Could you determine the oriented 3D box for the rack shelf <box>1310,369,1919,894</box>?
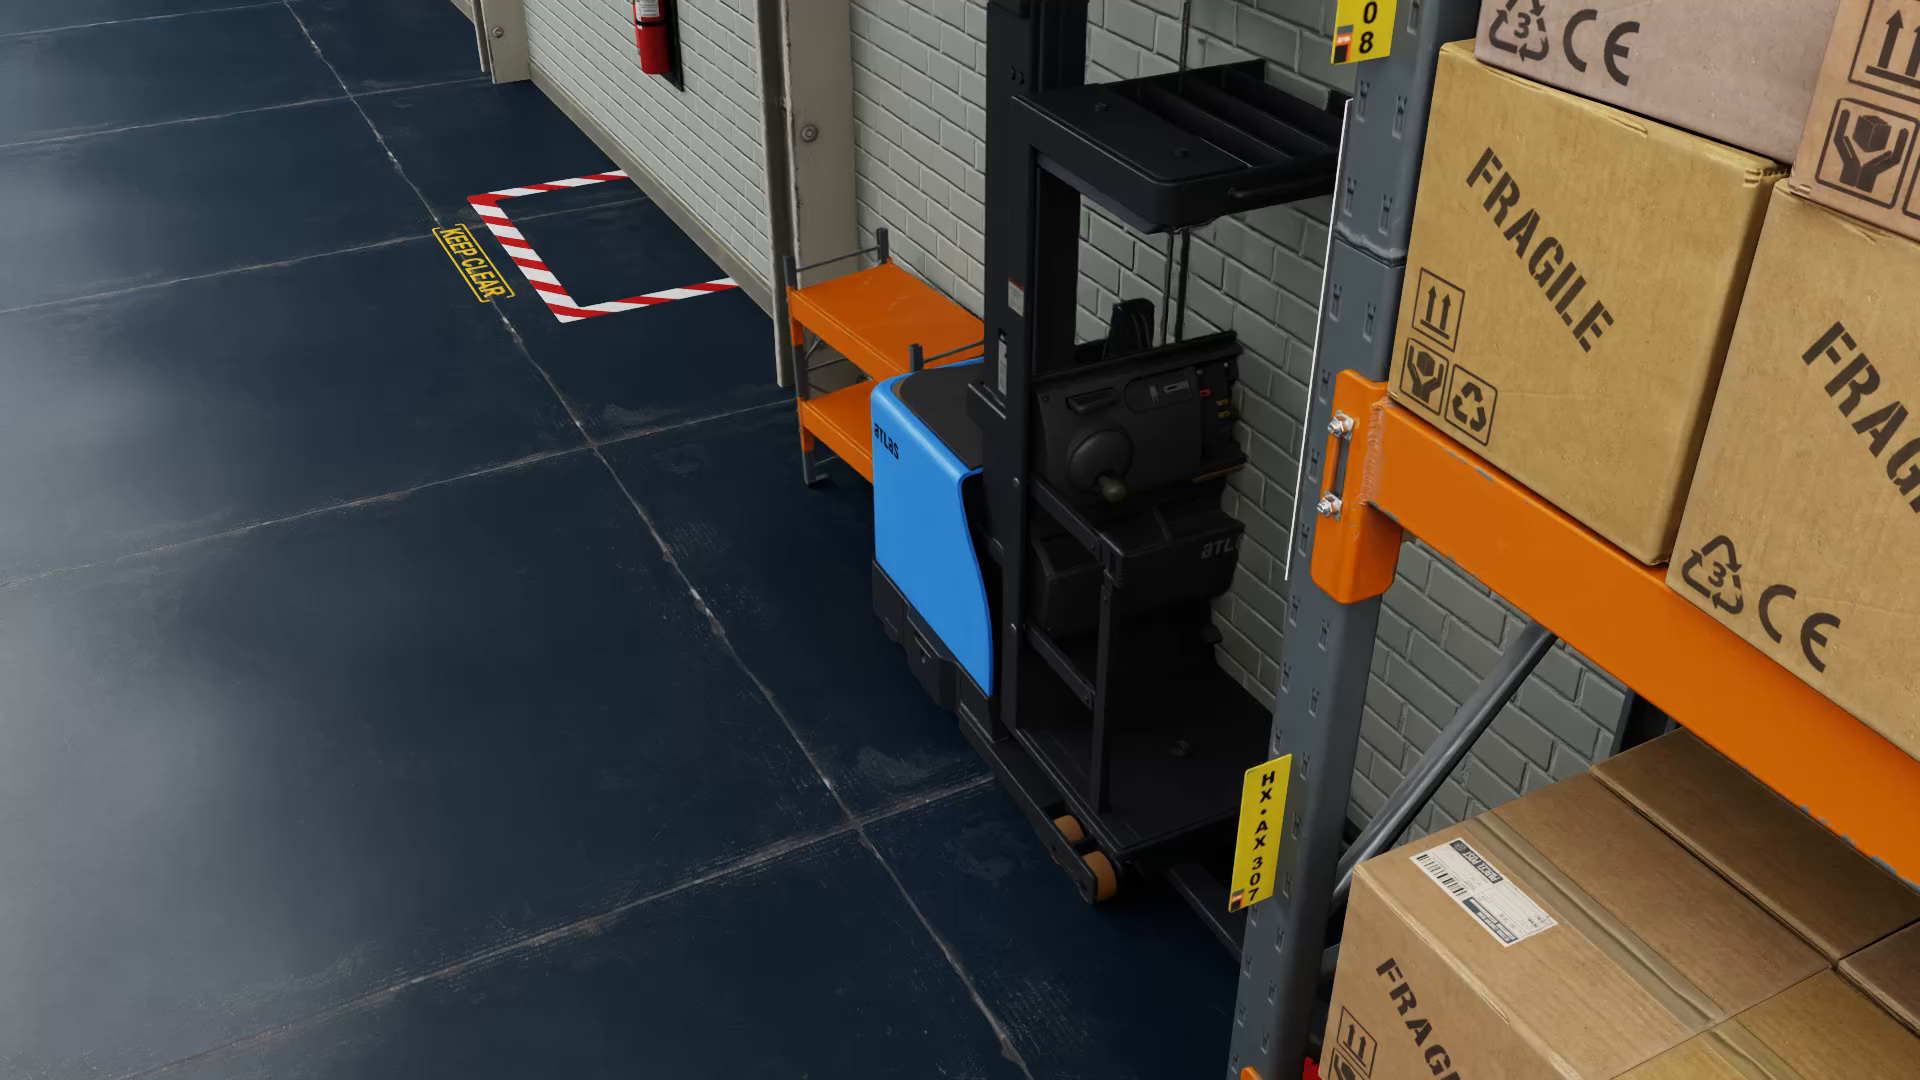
[{"bbox_3d":[1.932,0.731,1.214,1.077,0.370,4.000,-16,36,-23],"label":"rack shelf"}]

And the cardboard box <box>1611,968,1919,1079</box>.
[{"bbox_3d":[1.178,1.018,2.306,0.500,0.500,0.500,-16,36,-23],"label":"cardboard box"}]

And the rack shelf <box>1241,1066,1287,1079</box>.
[{"bbox_3d":[1.932,1.994,2.023,1.077,0.370,4.000,-16,36,-23],"label":"rack shelf"}]

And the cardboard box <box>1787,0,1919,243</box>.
[{"bbox_3d":[1.154,-0.501,1.432,0.500,0.500,0.500,-16,36,-24],"label":"cardboard box"}]

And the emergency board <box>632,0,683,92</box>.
[{"bbox_3d":[-1.824,-3.199,9.462,0.194,1.169,0.643,-16,36,-23],"label":"emergency board"}]

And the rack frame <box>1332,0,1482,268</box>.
[{"bbox_3d":[1.000,-1.789,1.701,1.000,3.000,0.127,-16,36,-23],"label":"rack frame"}]

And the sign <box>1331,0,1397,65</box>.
[{"bbox_3d":[0.520,-0.758,2.061,0.100,0.325,0.005,-16,36,-23],"label":"sign"}]

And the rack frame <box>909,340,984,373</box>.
[{"bbox_3d":[0.041,-0.345,6.709,0.500,1.125,0.032,-21,38,-26],"label":"rack frame"}]

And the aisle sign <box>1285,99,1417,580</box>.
[{"bbox_3d":[0.701,-0.317,2.554,0.394,0.787,0.004,-16,36,-23],"label":"aisle sign"}]

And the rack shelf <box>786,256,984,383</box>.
[{"bbox_3d":[-0.245,-0.819,6.903,0.538,0.278,1.000,-21,38,-26],"label":"rack shelf"}]

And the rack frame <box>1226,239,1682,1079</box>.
[{"bbox_3d":[1.000,0.737,3.319,1.000,3.000,0.127,-16,36,-23],"label":"rack frame"}]

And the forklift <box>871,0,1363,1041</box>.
[{"bbox_3d":[0.760,-0.329,5.046,1.130,2.935,3.031,-15,36,-22],"label":"forklift"}]

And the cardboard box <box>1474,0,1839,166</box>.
[{"bbox_3d":[0.965,-0.753,1.826,0.500,0.500,0.500,-19,37,-26],"label":"cardboard box"}]

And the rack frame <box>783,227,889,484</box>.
[{"bbox_3d":[-0.513,-0.808,7.425,0.500,1.125,0.032,-21,38,-26],"label":"rack frame"}]

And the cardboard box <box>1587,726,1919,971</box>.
[{"bbox_3d":[1.408,0.647,2.884,0.500,0.500,0.500,-16,36,-24],"label":"cardboard box"}]

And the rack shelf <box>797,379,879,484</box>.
[{"bbox_3d":[-0.229,-0.374,7.204,0.538,0.278,1.000,-21,38,-26],"label":"rack shelf"}]

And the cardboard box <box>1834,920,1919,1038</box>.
[{"bbox_3d":[1.634,0.890,2.505,0.500,0.500,0.500,-15,36,-22],"label":"cardboard box"}]

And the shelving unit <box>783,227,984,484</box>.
[{"bbox_3d":[-0.236,-0.577,7.067,0.538,1.125,1.048,-21,38,-26],"label":"shelving unit"}]

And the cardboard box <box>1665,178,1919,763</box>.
[{"bbox_3d":[1.154,-0.089,1.716,0.500,0.500,0.500,-13,35,-20],"label":"cardboard box"}]

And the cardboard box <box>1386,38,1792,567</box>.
[{"bbox_3d":[0.935,-0.354,2.130,0.500,0.500,0.500,-15,36,-22],"label":"cardboard box"}]

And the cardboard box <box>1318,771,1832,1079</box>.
[{"bbox_3d":[0.957,0.779,2.678,0.500,0.500,0.500,-16,36,-23],"label":"cardboard box"}]

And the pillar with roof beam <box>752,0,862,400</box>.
[{"bbox_3d":[-4.514,-3.453,4.298,9.100,9.000,0.400,-16,36,-23],"label":"pillar with roof beam"}]

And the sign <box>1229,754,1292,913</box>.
[{"bbox_3d":[0.520,0.509,2.872,0.100,0.325,0.005,-16,36,-23],"label":"sign"}]

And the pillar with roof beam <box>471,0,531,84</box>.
[{"bbox_3d":[-7.312,-6.317,8.767,9.100,9.000,0.400,-16,36,-23],"label":"pillar with roof beam"}]
